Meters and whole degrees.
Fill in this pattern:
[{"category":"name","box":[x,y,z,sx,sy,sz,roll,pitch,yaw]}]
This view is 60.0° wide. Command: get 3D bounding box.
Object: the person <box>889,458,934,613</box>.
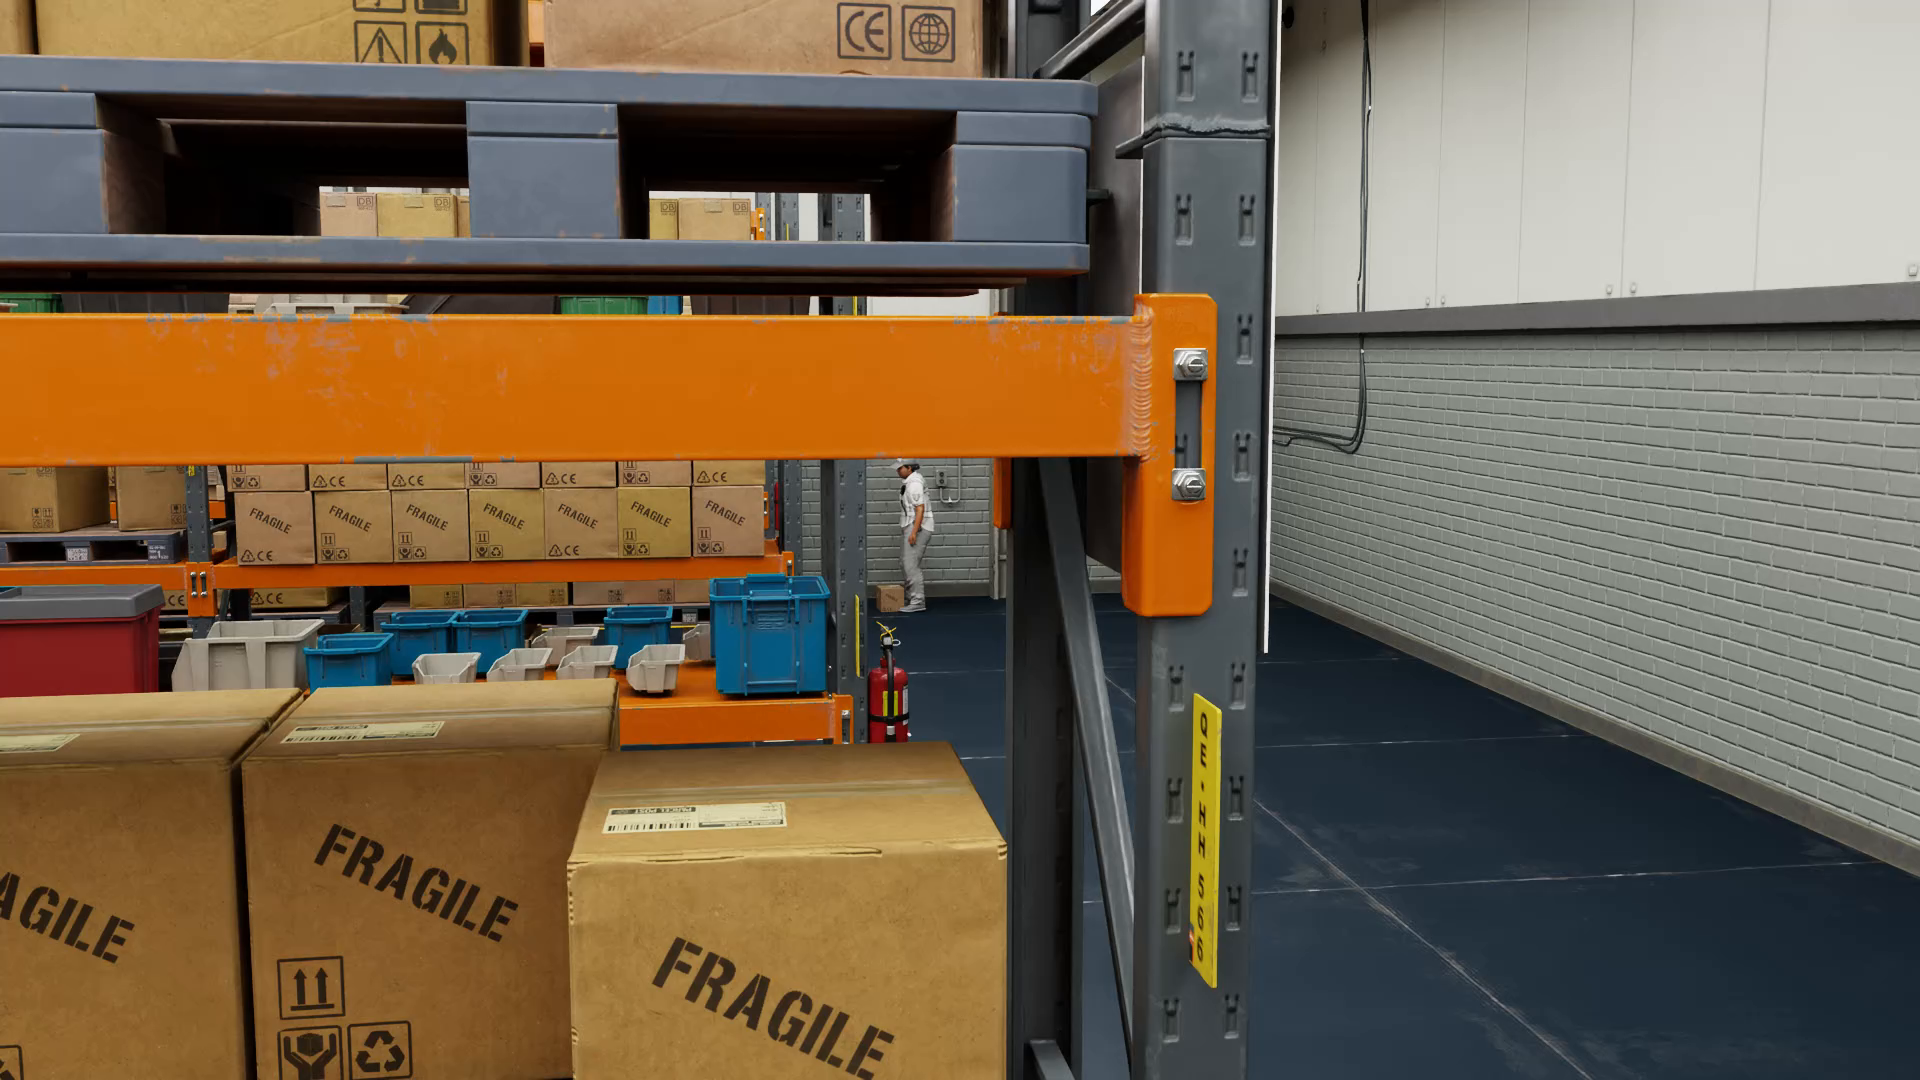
[{"category":"person","box":[-0.517,-0.087,17.567,0.466,1.665,0.543,-1,7,-11]}]
